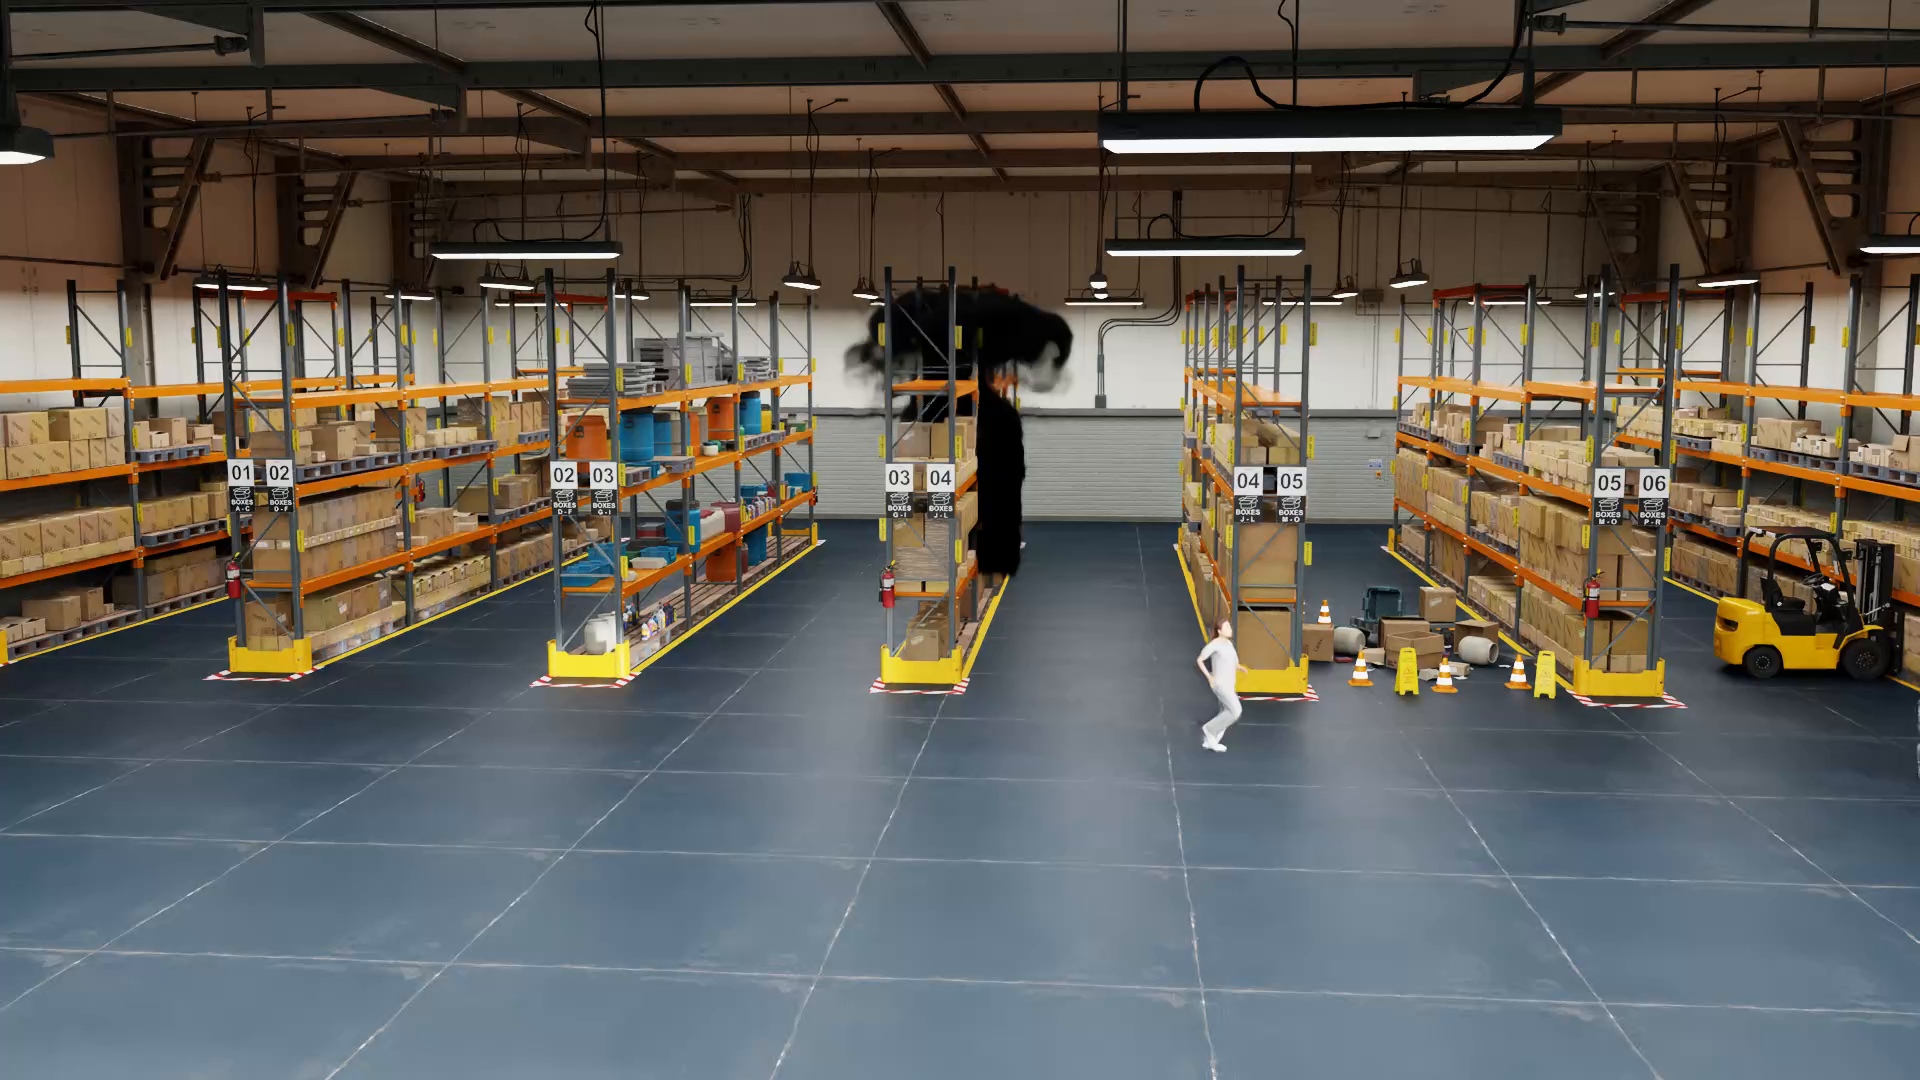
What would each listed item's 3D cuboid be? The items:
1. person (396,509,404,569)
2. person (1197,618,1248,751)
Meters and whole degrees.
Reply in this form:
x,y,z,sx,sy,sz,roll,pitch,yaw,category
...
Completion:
x,y,z,sx,sy,sz,roll,pitch,yaw,category
-11.322,0.125,33.860,0.535,1.548,0.567,1,7,7,person
3.201,1.755,20.068,0.582,1.633,0.546,5,9,38,person
